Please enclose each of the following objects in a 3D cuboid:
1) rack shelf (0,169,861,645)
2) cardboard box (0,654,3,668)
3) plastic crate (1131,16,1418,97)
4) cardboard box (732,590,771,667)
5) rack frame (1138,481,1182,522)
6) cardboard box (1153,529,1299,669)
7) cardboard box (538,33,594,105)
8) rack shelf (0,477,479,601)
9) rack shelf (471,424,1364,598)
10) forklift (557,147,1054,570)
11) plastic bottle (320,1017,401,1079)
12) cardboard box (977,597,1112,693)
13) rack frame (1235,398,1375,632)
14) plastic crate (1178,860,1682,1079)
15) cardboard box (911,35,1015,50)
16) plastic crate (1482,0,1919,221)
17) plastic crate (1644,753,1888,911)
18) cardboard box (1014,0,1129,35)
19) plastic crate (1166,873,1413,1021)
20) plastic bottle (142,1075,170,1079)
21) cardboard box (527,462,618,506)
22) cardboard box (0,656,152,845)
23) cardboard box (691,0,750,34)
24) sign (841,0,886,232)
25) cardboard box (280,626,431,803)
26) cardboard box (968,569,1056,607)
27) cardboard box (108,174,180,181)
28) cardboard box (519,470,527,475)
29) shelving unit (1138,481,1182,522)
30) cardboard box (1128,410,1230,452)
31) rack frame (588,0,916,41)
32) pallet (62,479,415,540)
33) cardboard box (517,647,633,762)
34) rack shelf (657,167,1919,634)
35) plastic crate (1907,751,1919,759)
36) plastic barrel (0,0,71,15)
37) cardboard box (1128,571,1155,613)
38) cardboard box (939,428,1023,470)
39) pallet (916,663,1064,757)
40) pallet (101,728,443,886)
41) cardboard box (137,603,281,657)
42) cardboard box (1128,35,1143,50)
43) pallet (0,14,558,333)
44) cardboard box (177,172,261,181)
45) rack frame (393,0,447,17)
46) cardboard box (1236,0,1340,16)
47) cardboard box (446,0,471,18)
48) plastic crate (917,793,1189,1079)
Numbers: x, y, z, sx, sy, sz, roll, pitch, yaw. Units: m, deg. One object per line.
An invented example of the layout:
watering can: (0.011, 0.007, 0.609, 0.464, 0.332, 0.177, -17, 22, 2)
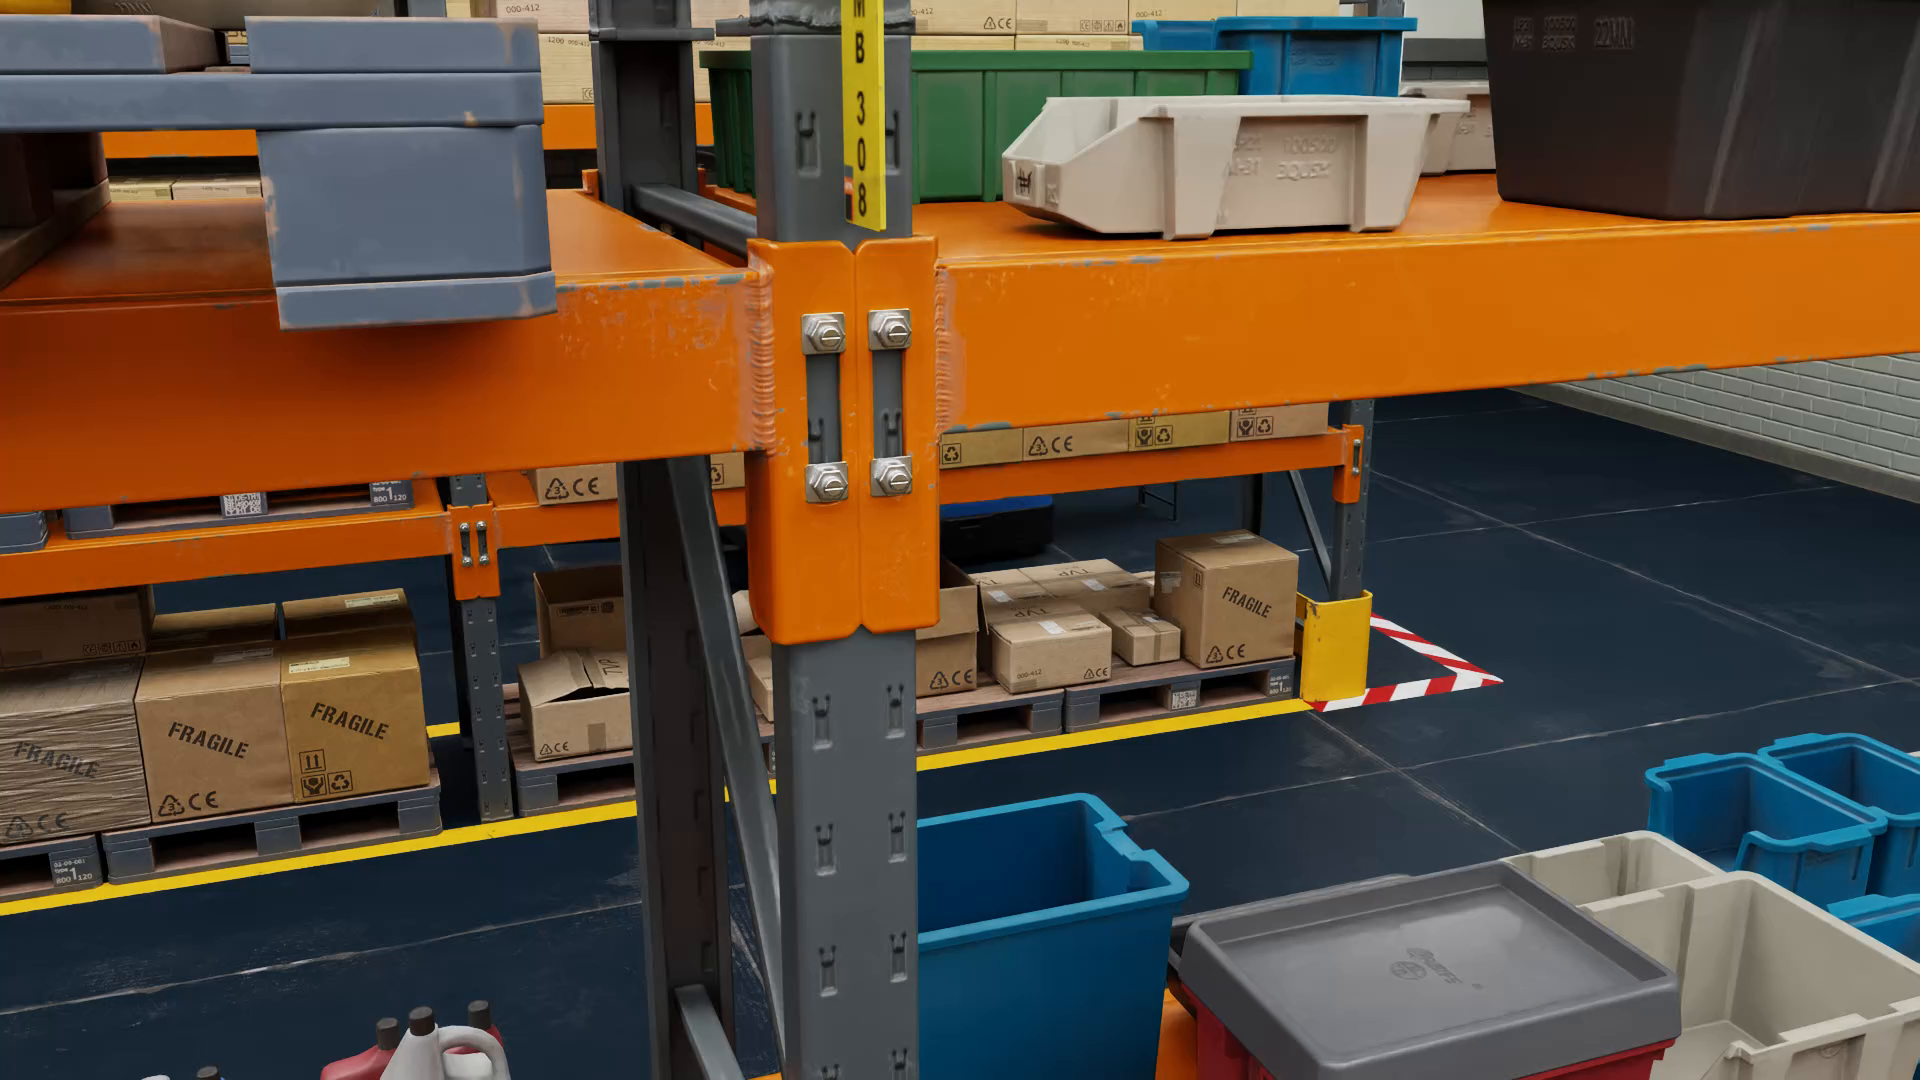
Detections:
rack shelf: (-2.144, -0.020, 1.296, 4.000, 0.370, 1.077, -6, 17, -20)
cardboard box: (-3.987, 0.333, 6.464, 0.500, 0.250, 0.500, -7, 18, -21)
plastic crate: (0.459, -0.662, 2.503, 0.300, 0.233, 0.416, -6, 17, -20)
cardboard box: (-0.915, 0.440, 7.767, 0.500, 0.311, 0.500, -6, 17, -20)
rack frame: (1.340, -0.901, 11.006, 0.032, 1.500, 0.500, -7, 18, -23)
cardboard box: (1.270, 0.273, 7.999, 0.500, 0.500, 0.500, -6, 17, -20)
cardboard box: (-1.503, -1.782, 6.287, 0.500, 0.250, 0.500, -6, 17, -20)
rack shelf: (-3.913, 0.116, 6.158, 4.000, 0.370, 1.077, -6, 17, -20)
rack shelf: (-0.178, -0.288, 7.531, 4.000, 0.370, 1.077, -6, 17, -20)
forklift: (-0.978, -1.281, 9.758, 3.031, 2.935, 1.130, -7, 18, -23)
plastic bottle: (-0.897, 0.867, 2.531, 0.133, 0.283, 0.061, -6, 17, -20)
cardboard box: (0.372, 0.481, 7.735, 0.500, 0.250, 0.500, -6, 17, -20)
rack frame: (1.689, -0.835, 8.117, 0.127, 3.000, 1.000, -6, 17, -20)
plastic crate: (0.647, 0.789, 2.368, 0.583, 0.464, 0.402, -6, 17, -20)
cardboard box: (-0.102, -1.933, 6.800, 0.500, 0.250, 0.500, -6, 17, -20)
plastic crate: (0.981, -0.557, 2.081, 0.590, 0.269, 0.497, -6, 17, -20)
plastic crate: (1.600, 0.622, 3.347, 0.300, 0.233, 0.416, -6, 17, -20)
cardboard box: (0.366, -2.223, 6.900, 0.500, 0.250, 0.500, -6, 17, -20)
plastic crate: (0.672, 0.792, 2.959, 0.590, 0.125, 0.437, -6, 17, -20)
plastic bottle: (-1.187, 0.915, 2.378, 0.135, 0.276, 0.152, -6, 17, -20)
cardboard box: (-1.472, -0.459, 6.660, 0.500, 0.500, 0.500, -6, 17, -19)
cardboard box: (-3.337, 0.780, 6.273, 0.500, 0.500, 0.500, -6, 17, -19)
cardboard box: (-1.037, -2.073, 6.389, 0.500, 0.250, 0.500, -6, 17, -20)
sign: (-0.082, -0.426, 1.387, 0.005, 0.325, 0.100, -6, 17, -20)
cardboard box: (-2.404, 0.682, 6.607, 0.500, 0.500, 0.500, -6, 17, -20)
cardboard box: (0.146, 0.355, 8.166, 0.500, 0.250, 0.500, -6, 17, -20)
cardboard box: (-5.297, -2.210, 10.729, 0.500, 0.250, 0.500, -7, 18, -22)
cardboard box: (-1.671, -0.597, 7.131, 0.500, 0.500, 0.500, -6, 17, -19)
shelving unit: (0.878, -0.842, 10.804, 1.048, 1.500, 0.538, -7, 18, -23)
cardboard box: (0.885, -0.713, 7.524, 0.500, 0.500, 0.500, -6, 17, -20)
rack frame: (-0.277, -2.006, 1.459, 0.127, 3.000, 1.000, -6, 17, -20)
pallet: (-2.831, -0.287, 6.594, 1.213, 0.211, 1.003, -6, 17, -20)
cardboard box: (-1.576, 0.662, 7.010, 0.500, 0.311, 0.500, -6, 17, -20)
rack shelf: (1.591, -0.423, 2.669, 4.000, 0.370, 1.077, -6, 17, -20)
plastic crate: (2.147, 0.584, 3.647, 0.298, 0.136, 0.250, -6, 17, -20)
plastic barrel: (-1.057, -0.713, 1.300, 0.600, 0.588, 0.600, 0, 16, 0)
cardboard box: (0.942, 0.291, 8.532, 0.250, 0.166, 0.380, -6, 17, -20)
cardboard box: (-0.053, -0.613, 7.184, 0.500, 0.500, 0.500, -6, 18, -21)
pallet: (-0.263, 0.714, 7.794, 1.213, 0.211, 1.003, -6, 17, -20)
pallet: (-2.792, 0.999, 6.823, 1.213, 0.211, 1.003, -6, 17, -20)
cardboard box: (-3.079, 0.598, 6.893, 0.500, 0.500, 0.500, -6, 17, -19)
cardboard box: (0.833, -2.033, 7.141, 0.500, 0.250, 0.500, -6, 17, -20)
pallet: (-0.974, -0.372, 1.551, 1.003, 0.211, 1.213, -6, 17, -20)
cardboard box: (-4.831, -2.262, 10.906, 0.500, 0.250, 0.500, -6, 17, -19)
rack frame: (-2.046, -3.310, 5.898, 0.127, 3.000, 1.000, -6, 17, -20)
cardboard box: (1.301, -2.323, 7.240, 0.500, 0.250, 0.500, -6, 17, -20)
cardboard box: (-3.082, -3.351, 10.706, 0.500, 0.250, 0.500, -6, 17, -20)
plastic crate: (0.037, 0.714, 2.764, 0.575, 0.384, 0.392, -6, 17, -20)
